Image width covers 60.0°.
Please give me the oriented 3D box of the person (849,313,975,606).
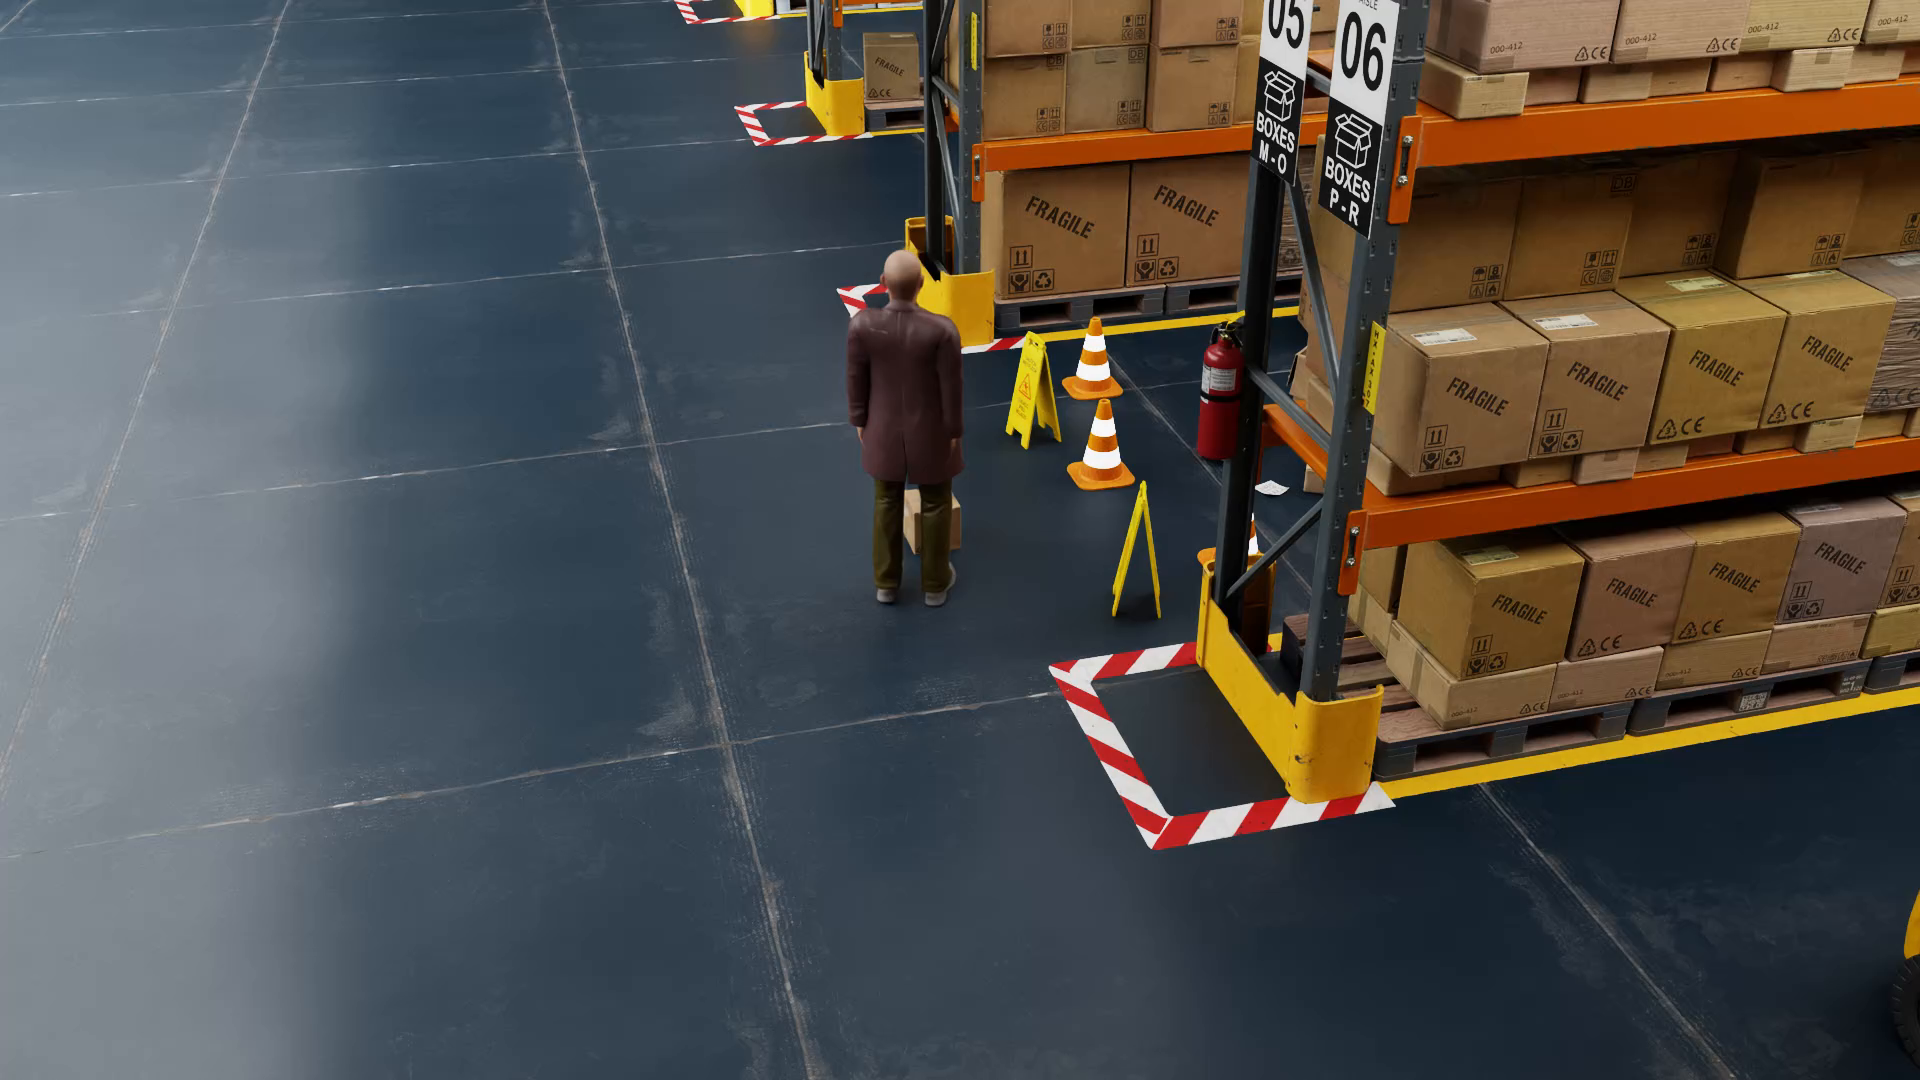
[{"bbox_3d":[-0.252,-0.366,8.057,0.632,1.332,0.767,5,30,9],"label":"person"}]
